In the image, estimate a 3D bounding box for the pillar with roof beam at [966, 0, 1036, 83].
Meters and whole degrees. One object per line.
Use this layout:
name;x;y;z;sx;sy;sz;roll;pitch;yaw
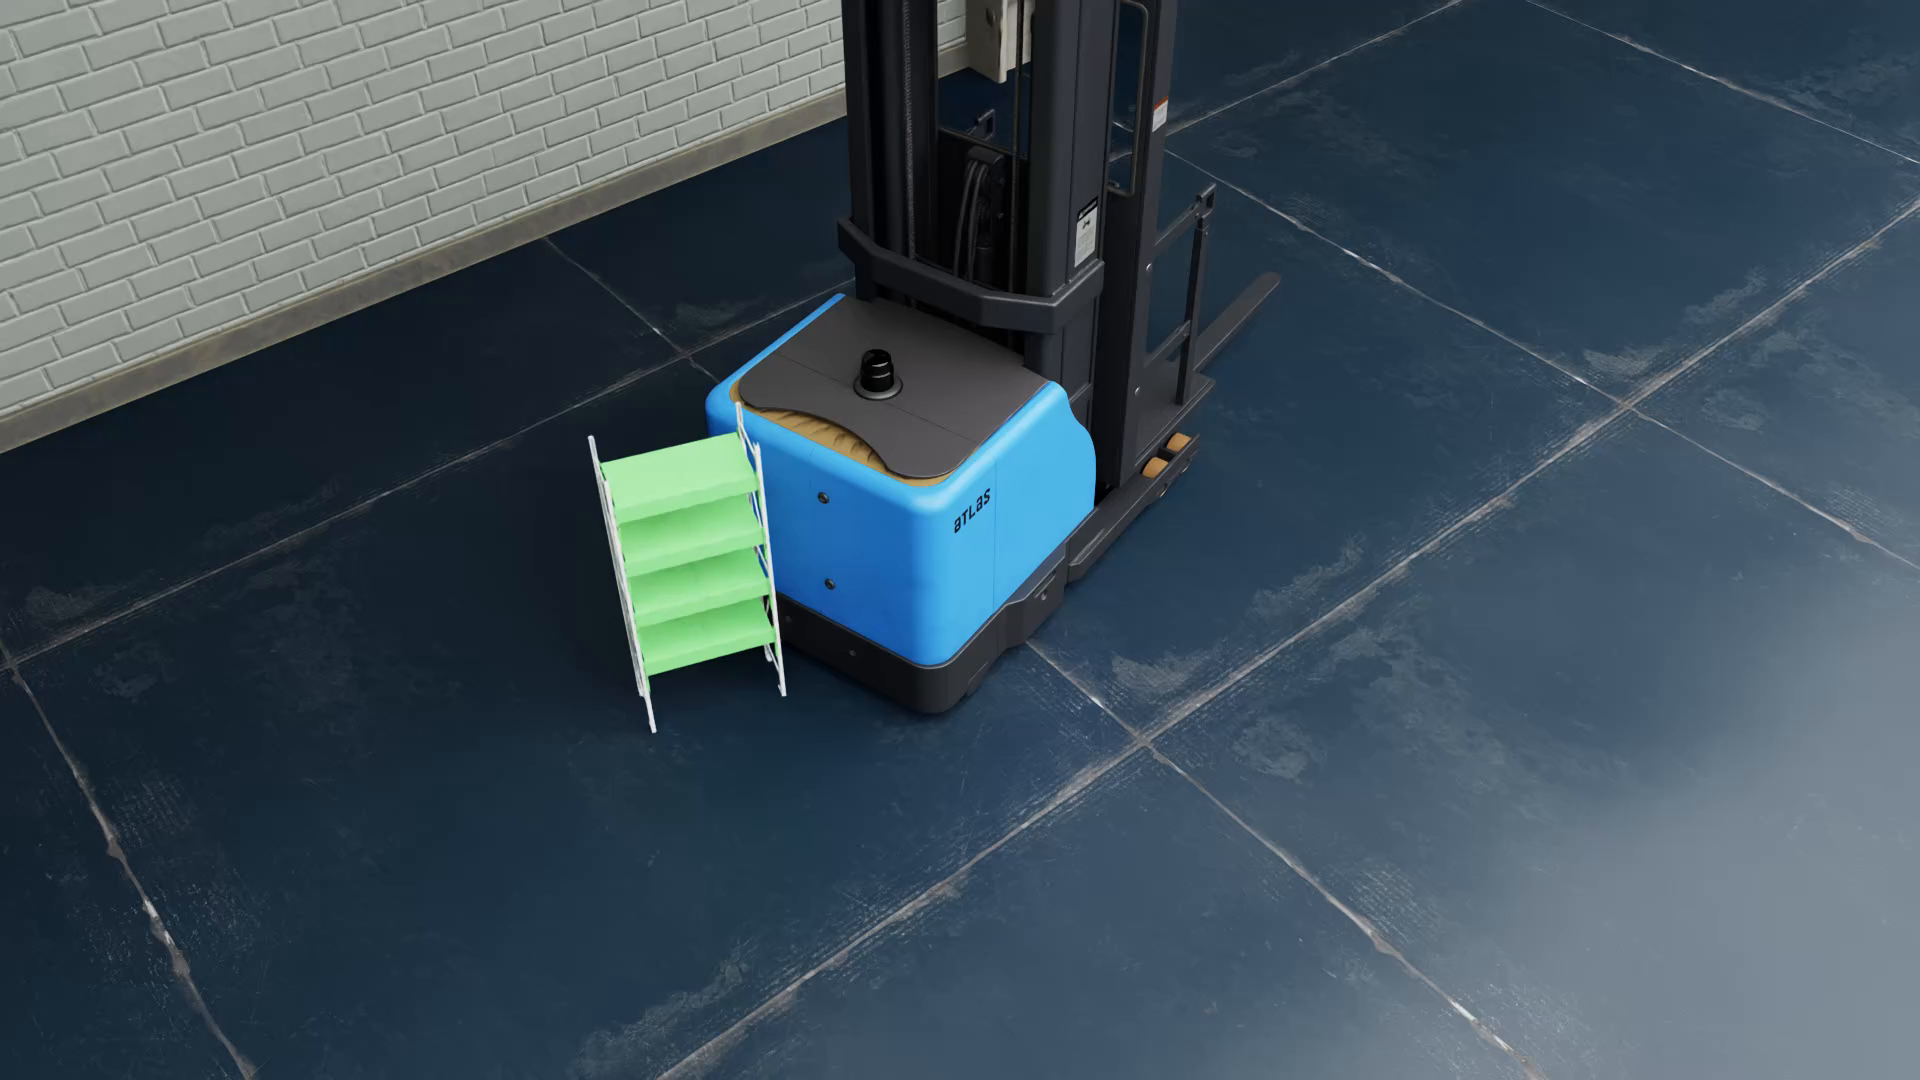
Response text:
pillar with roof beam;3.044;-3.808;4.231;0.400;9.000;9.100;-30;51;-28

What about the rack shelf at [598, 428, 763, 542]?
rack shelf;-0.919;-0.183;5.460;0.480;0.148;0.258;-15;45;-15

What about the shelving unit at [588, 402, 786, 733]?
shelving unit;-0.919;0.121;5.744;0.503;1.200;0.258;-15;45;-15

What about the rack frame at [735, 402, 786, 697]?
rack frame;-0.691;0.062;5.807;0.015;1.200;0.240;-15;45;-15

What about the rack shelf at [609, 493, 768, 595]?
rack shelf;-0.919;-0.007;5.624;0.480;0.148;0.258;-15;45;-15

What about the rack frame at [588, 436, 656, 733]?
rack frame;-1.147;0.181;5.680;0.015;1.200;0.240;-15;45;-15

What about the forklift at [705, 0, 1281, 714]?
forklift;0.356;-1.418;6.119;1.130;2.935;3.031;25;49;25

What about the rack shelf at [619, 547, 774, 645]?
rack shelf;-0.919;0.168;5.787;0.480;0.148;0.258;-15;45;-15

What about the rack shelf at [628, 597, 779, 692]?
rack shelf;-0.919;0.343;5.951;0.480;0.148;0.258;-15;45;-15
